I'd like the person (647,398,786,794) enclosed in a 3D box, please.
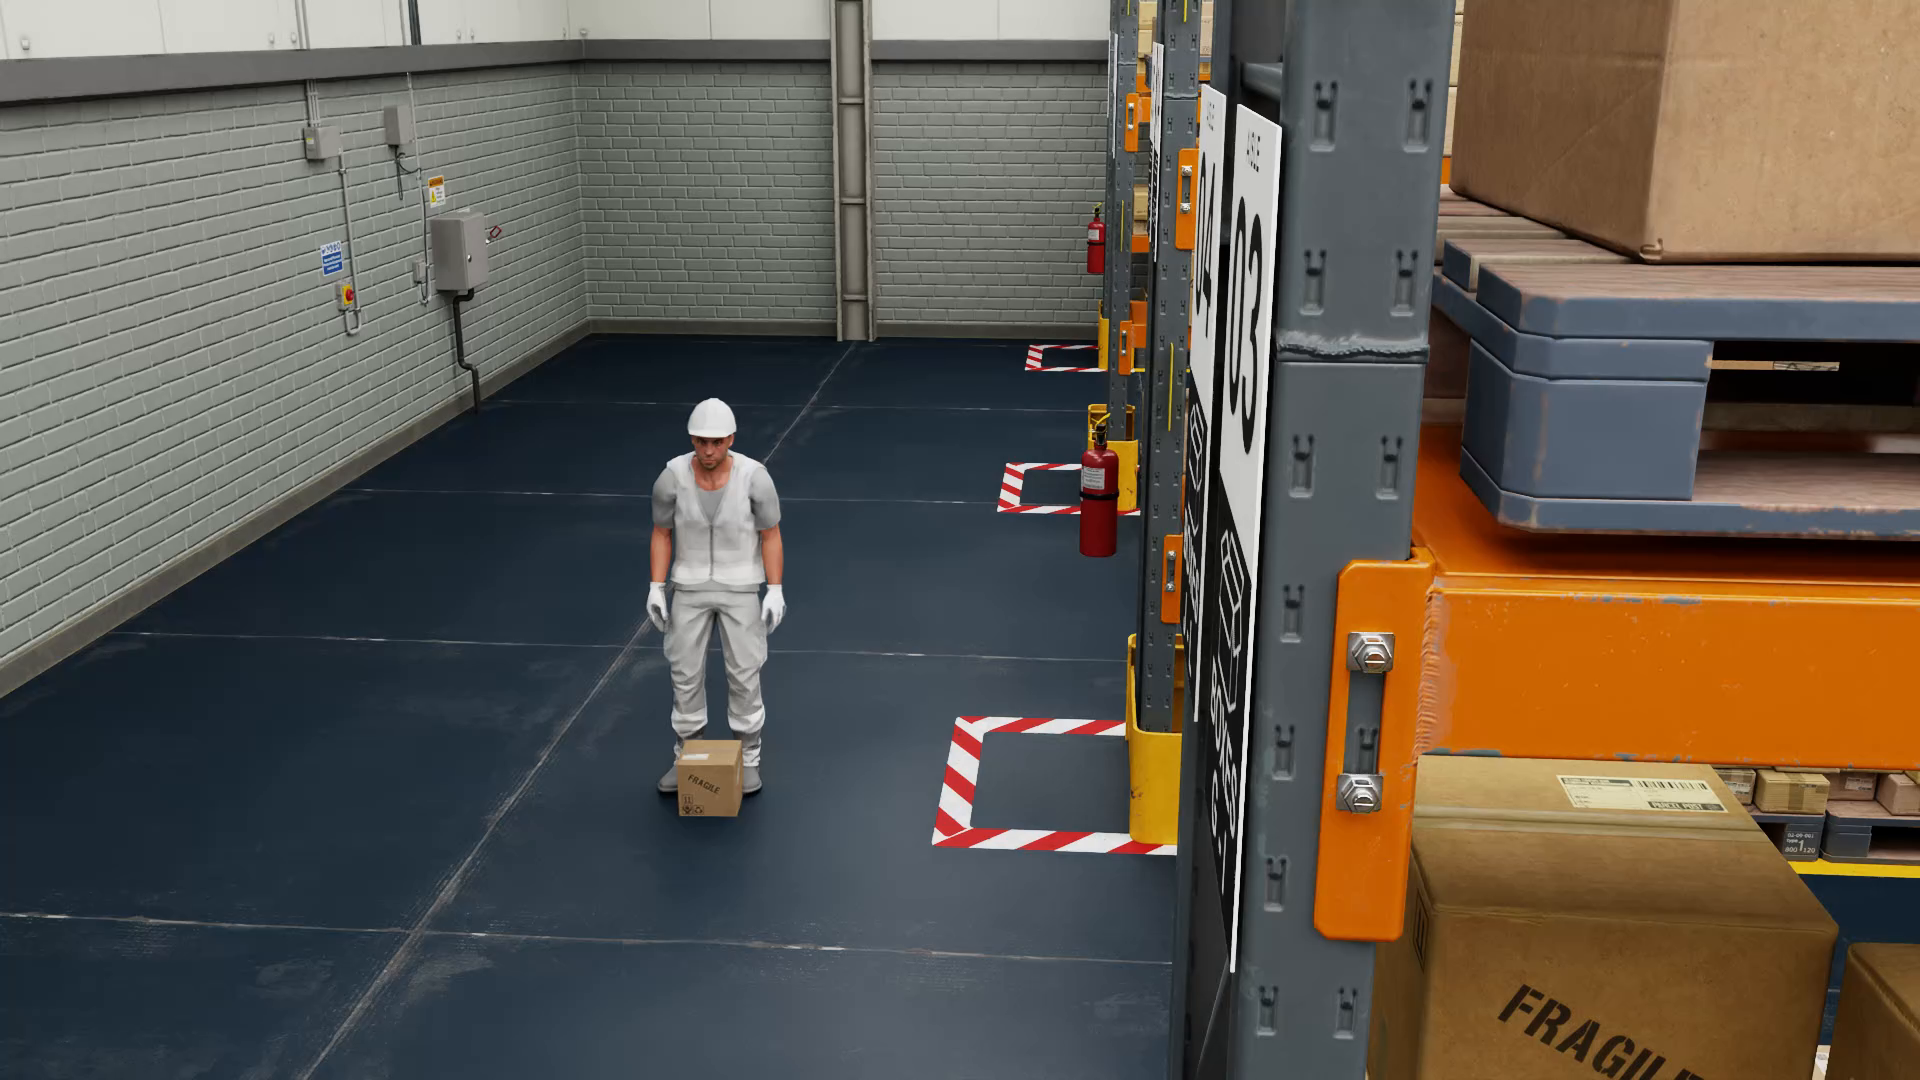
[{"bbox_3d":[-1.064,0.245,7.245,0.609,1.774,0.453,0,17,1],"label":"person"}]
